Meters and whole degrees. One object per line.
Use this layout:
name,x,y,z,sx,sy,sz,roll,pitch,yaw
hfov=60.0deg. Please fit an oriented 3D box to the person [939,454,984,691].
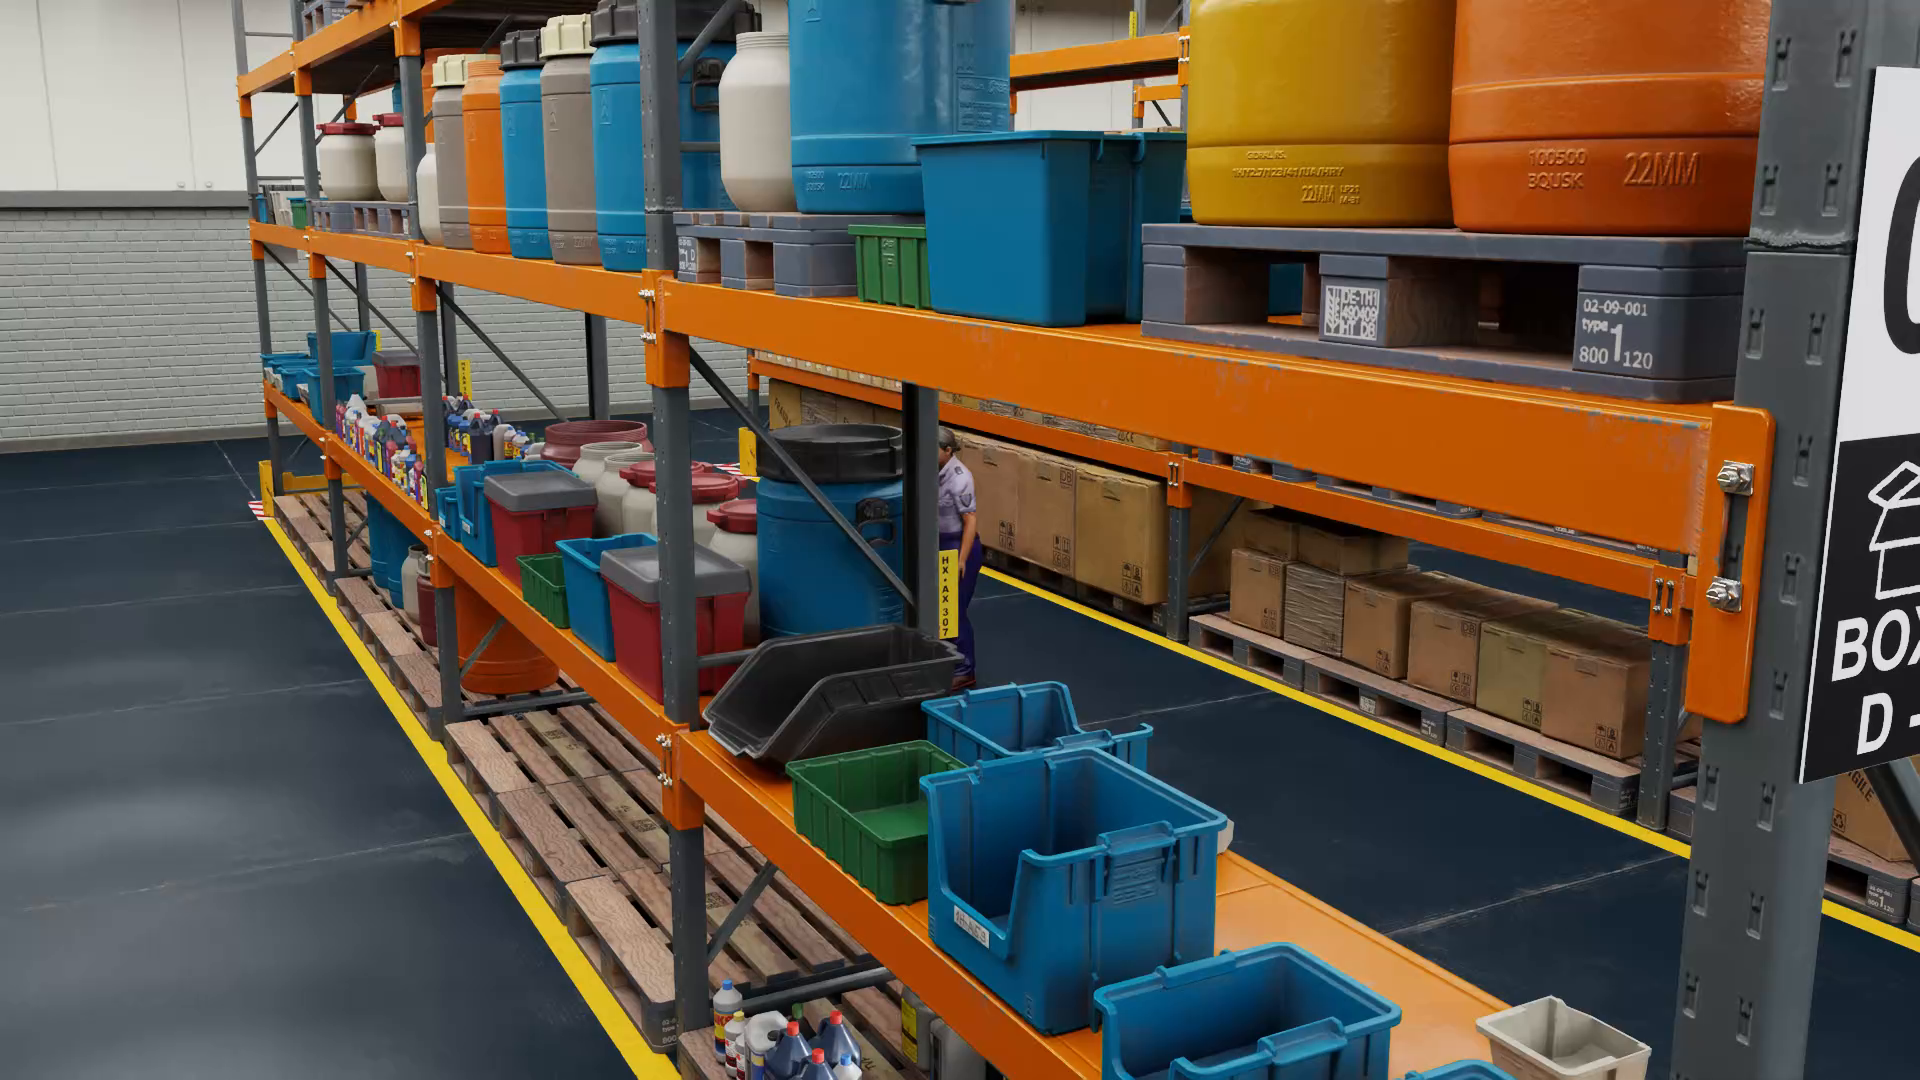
person,-0.076,0.183,10.525,0.369,1.477,0.530,-6,13,-28
